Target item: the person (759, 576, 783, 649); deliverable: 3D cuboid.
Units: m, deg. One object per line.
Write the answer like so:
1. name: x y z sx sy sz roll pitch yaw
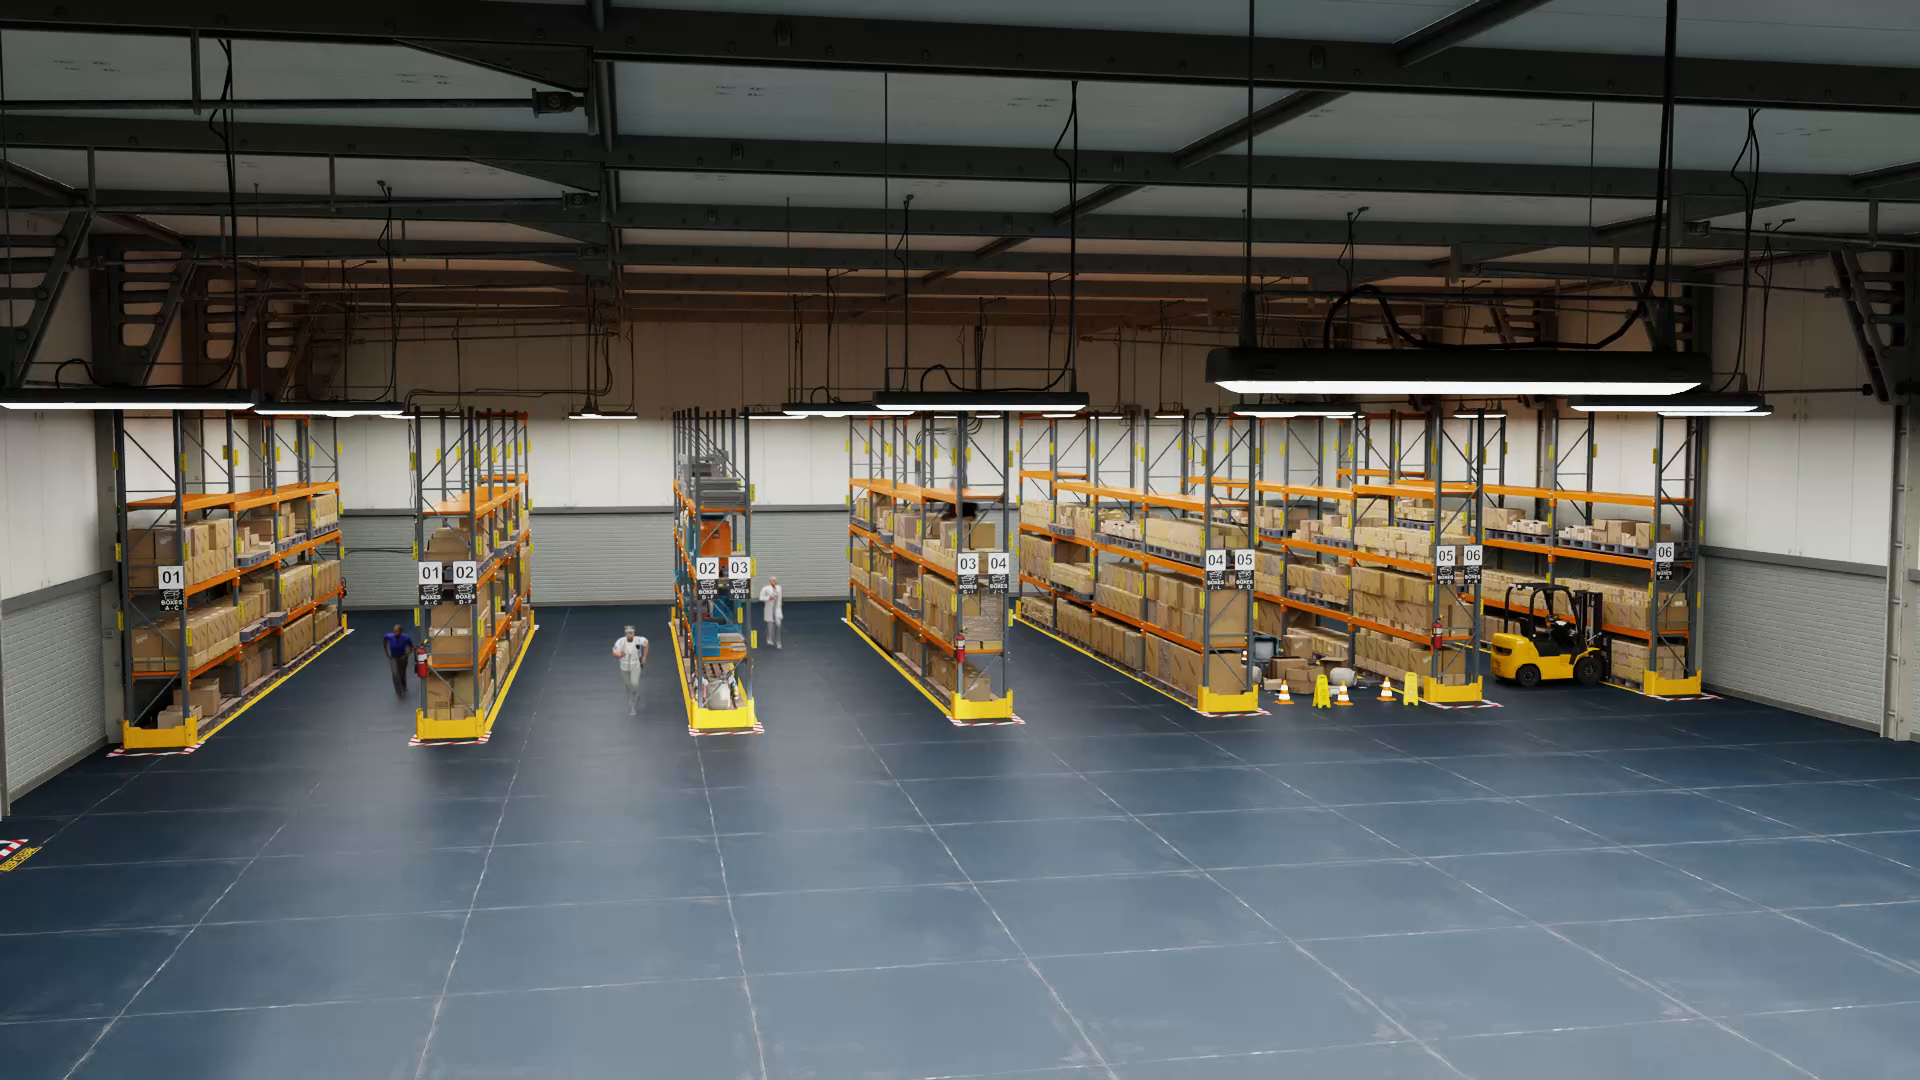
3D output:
1. person: -4.793 1.846 42.239 0.669 1.855 0.861 -2 4 -25

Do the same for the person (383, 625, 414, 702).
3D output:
1. person: -11.601 2.513 34.419 0.612 1.615 0.965 -1 4 -9

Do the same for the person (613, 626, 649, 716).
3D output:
1. person: -6.470 2.543 32.746 0.655 1.800 0.986 0 4 1
